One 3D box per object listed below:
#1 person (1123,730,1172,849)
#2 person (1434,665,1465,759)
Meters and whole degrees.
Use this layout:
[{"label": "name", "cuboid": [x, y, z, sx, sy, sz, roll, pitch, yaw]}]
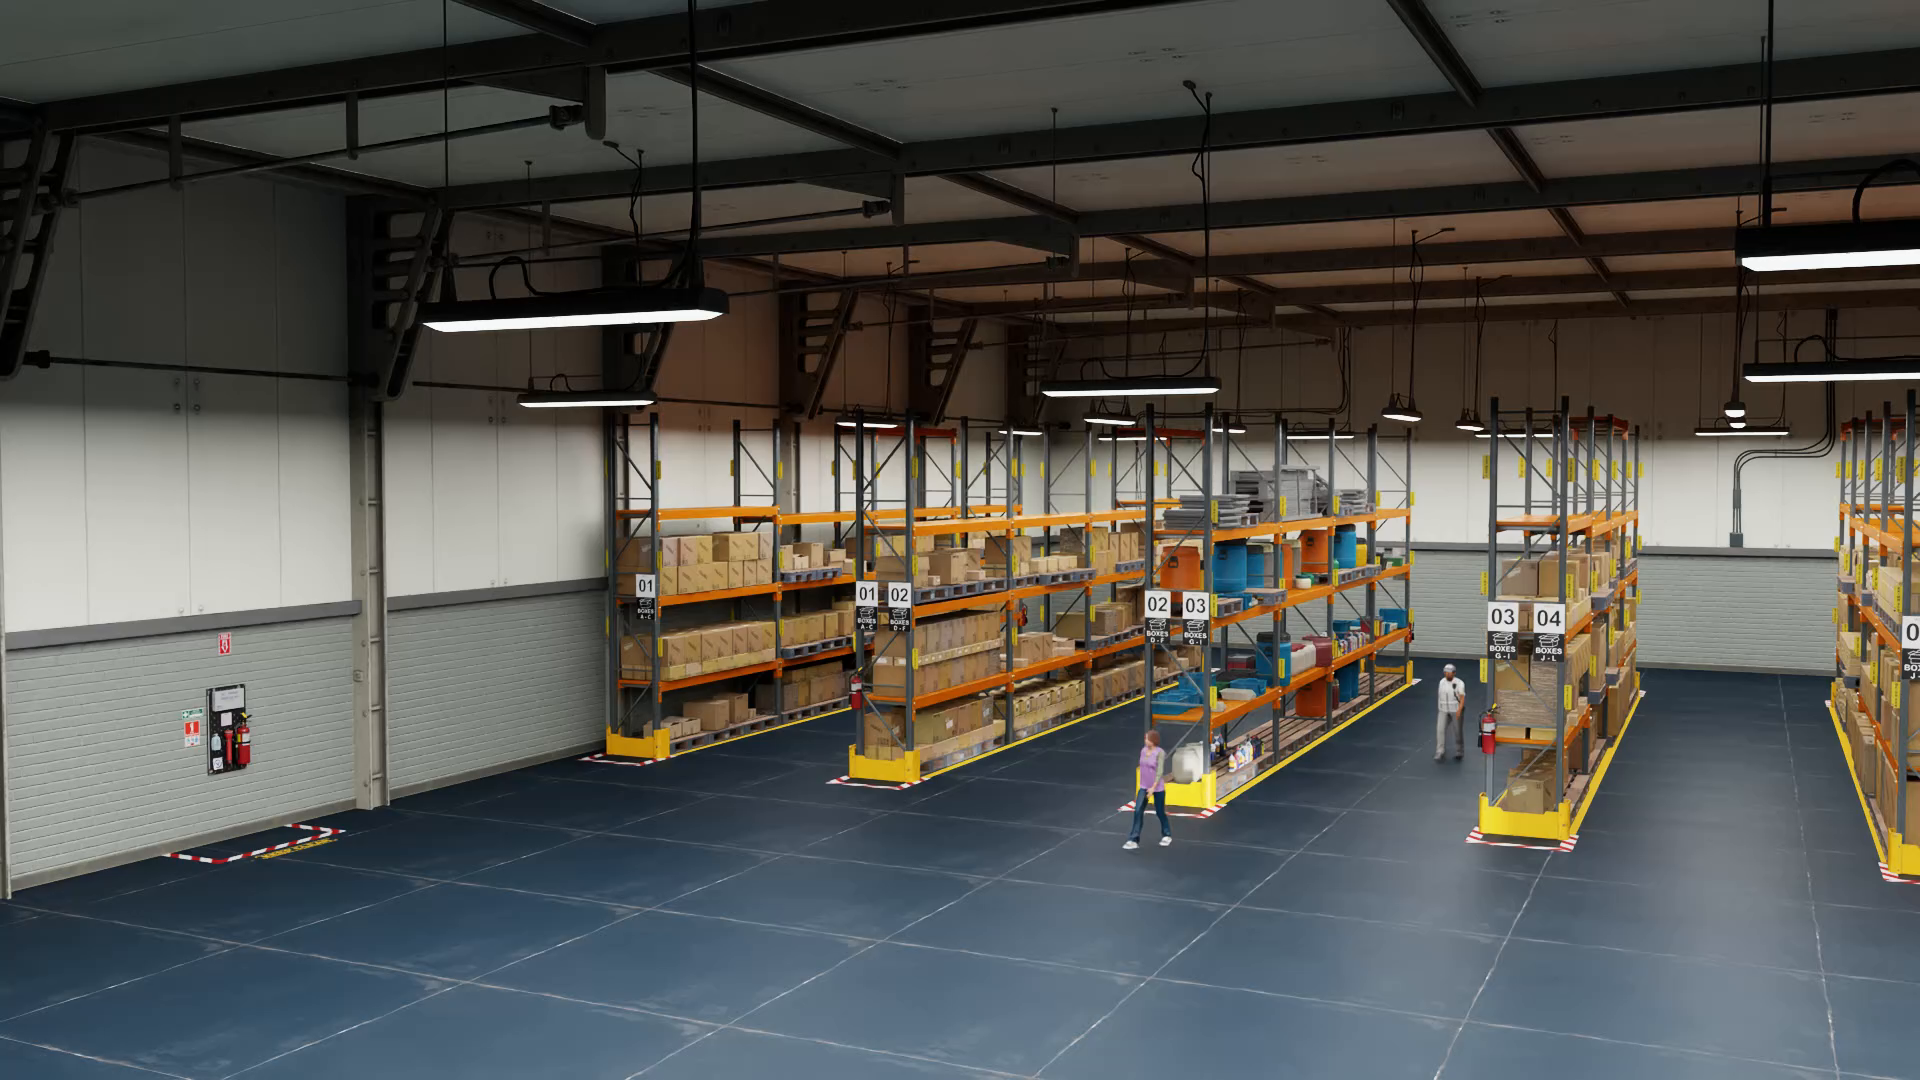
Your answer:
[{"label": "person", "cuboid": [2.485, 3.295, 21.890, 0.428, 1.523, 0.898, 2, 3, 43]}, {"label": "person", "cuboid": [8.470, 2.963, 28.736, 0.501, 1.611, 0.949, 2, 3, 34]}]
